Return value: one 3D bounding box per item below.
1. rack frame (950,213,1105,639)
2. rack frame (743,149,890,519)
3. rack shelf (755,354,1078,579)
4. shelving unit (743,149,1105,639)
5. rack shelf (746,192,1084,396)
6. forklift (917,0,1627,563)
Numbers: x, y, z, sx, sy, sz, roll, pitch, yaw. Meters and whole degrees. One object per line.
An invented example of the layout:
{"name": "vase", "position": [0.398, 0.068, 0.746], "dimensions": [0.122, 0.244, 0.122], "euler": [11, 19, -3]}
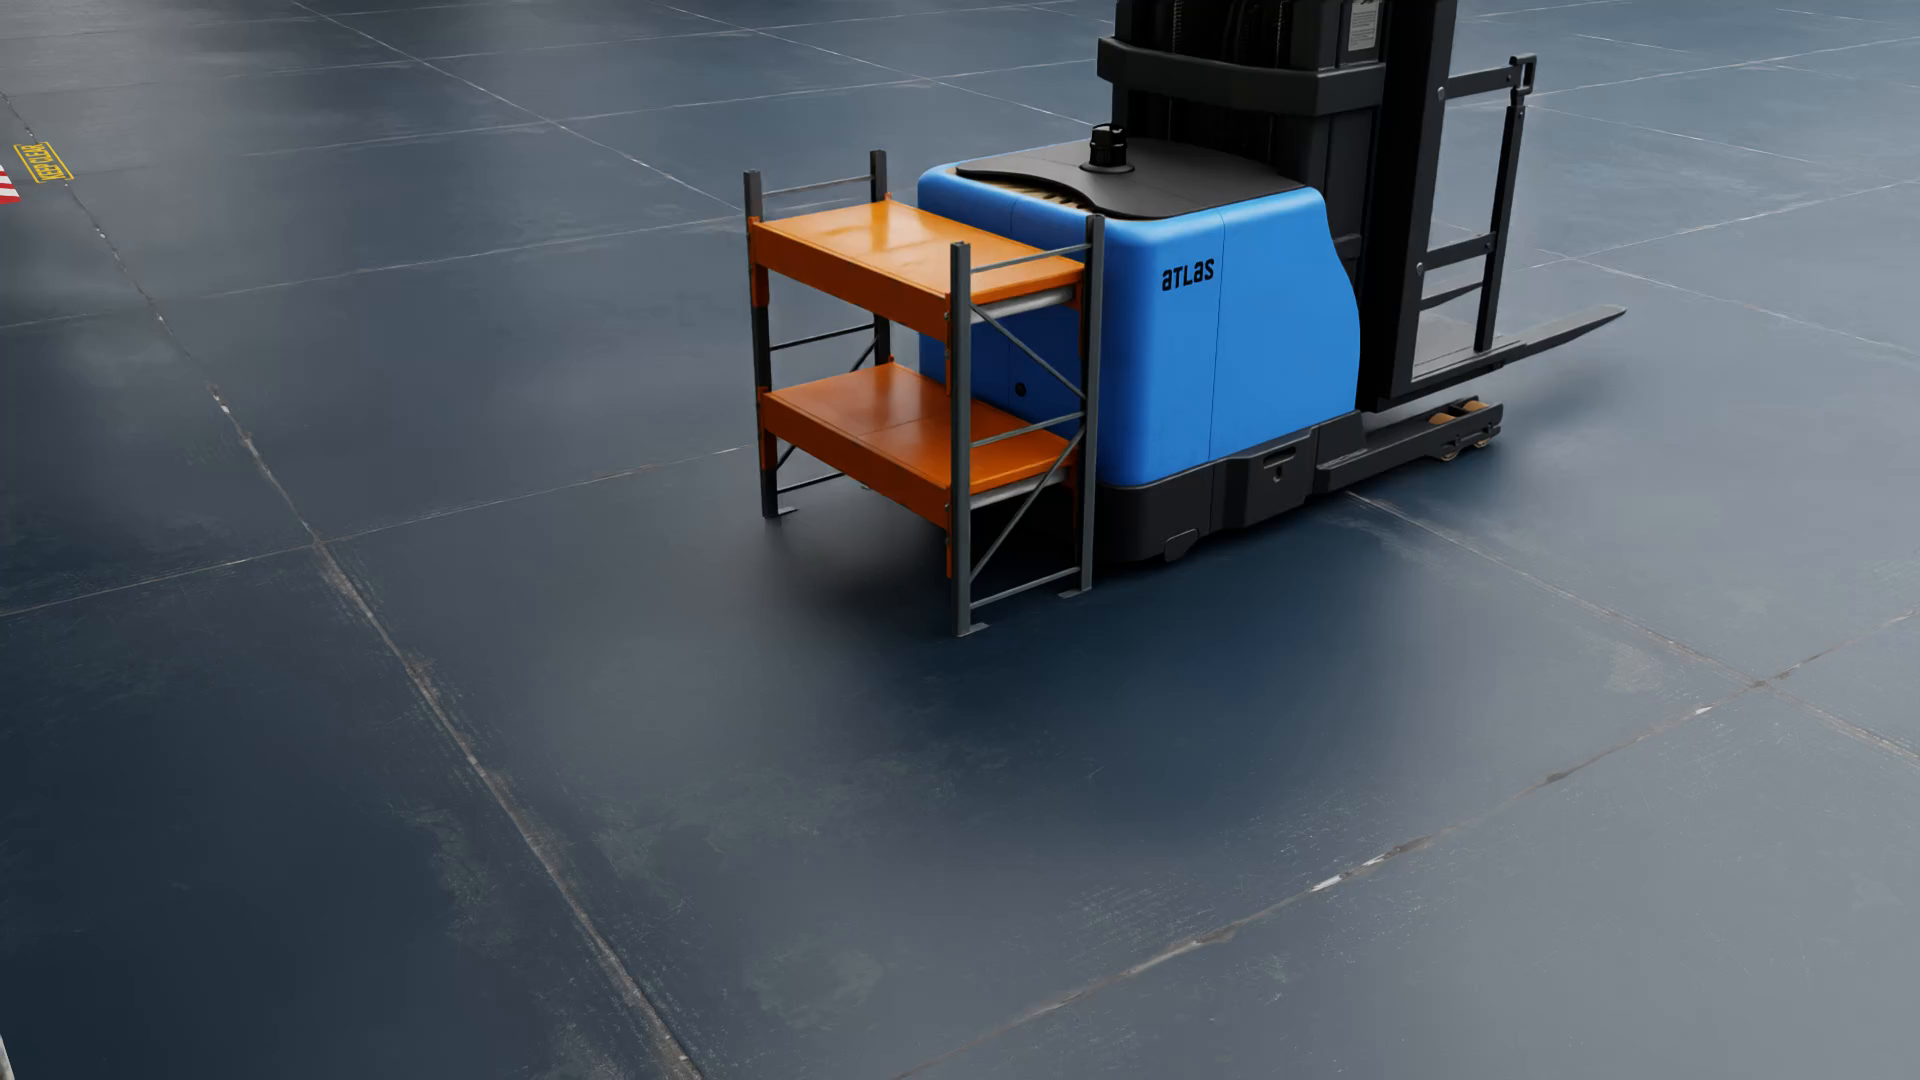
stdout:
{"name": "rack frame", "position": [0.183, -0.301, 4.570], "dimensions": [0.500, 1.125, 0.032], "euler": [-18, 31, -33]}
{"name": "rack frame", "position": [-0.436, -0.646, 5.300], "dimensions": [0.500, 1.125, 0.032], "euler": [-18, 31, -33]}
{"name": "rack shelf", "position": [-0.127, -0.252, 5.039], "dimensions": [0.538, 0.278, 1.000], "euler": [-18, 31, -33]}
{"name": "shelving unit", "position": [-0.127, -0.473, 4.935], "dimensions": [0.538, 1.125, 1.048], "euler": [-18, 31, -33]}
{"name": "rack shelf", "position": [-0.127, -0.738, 4.810], "dimensions": [0.538, 0.278, 1.000], "euler": [-18, 31, -33]}
{"name": "forklift", "position": [1.310, -1.758, 5.540], "dimensions": [3.031, 2.935, 1.130], "euler": [-19, 31, -35]}
